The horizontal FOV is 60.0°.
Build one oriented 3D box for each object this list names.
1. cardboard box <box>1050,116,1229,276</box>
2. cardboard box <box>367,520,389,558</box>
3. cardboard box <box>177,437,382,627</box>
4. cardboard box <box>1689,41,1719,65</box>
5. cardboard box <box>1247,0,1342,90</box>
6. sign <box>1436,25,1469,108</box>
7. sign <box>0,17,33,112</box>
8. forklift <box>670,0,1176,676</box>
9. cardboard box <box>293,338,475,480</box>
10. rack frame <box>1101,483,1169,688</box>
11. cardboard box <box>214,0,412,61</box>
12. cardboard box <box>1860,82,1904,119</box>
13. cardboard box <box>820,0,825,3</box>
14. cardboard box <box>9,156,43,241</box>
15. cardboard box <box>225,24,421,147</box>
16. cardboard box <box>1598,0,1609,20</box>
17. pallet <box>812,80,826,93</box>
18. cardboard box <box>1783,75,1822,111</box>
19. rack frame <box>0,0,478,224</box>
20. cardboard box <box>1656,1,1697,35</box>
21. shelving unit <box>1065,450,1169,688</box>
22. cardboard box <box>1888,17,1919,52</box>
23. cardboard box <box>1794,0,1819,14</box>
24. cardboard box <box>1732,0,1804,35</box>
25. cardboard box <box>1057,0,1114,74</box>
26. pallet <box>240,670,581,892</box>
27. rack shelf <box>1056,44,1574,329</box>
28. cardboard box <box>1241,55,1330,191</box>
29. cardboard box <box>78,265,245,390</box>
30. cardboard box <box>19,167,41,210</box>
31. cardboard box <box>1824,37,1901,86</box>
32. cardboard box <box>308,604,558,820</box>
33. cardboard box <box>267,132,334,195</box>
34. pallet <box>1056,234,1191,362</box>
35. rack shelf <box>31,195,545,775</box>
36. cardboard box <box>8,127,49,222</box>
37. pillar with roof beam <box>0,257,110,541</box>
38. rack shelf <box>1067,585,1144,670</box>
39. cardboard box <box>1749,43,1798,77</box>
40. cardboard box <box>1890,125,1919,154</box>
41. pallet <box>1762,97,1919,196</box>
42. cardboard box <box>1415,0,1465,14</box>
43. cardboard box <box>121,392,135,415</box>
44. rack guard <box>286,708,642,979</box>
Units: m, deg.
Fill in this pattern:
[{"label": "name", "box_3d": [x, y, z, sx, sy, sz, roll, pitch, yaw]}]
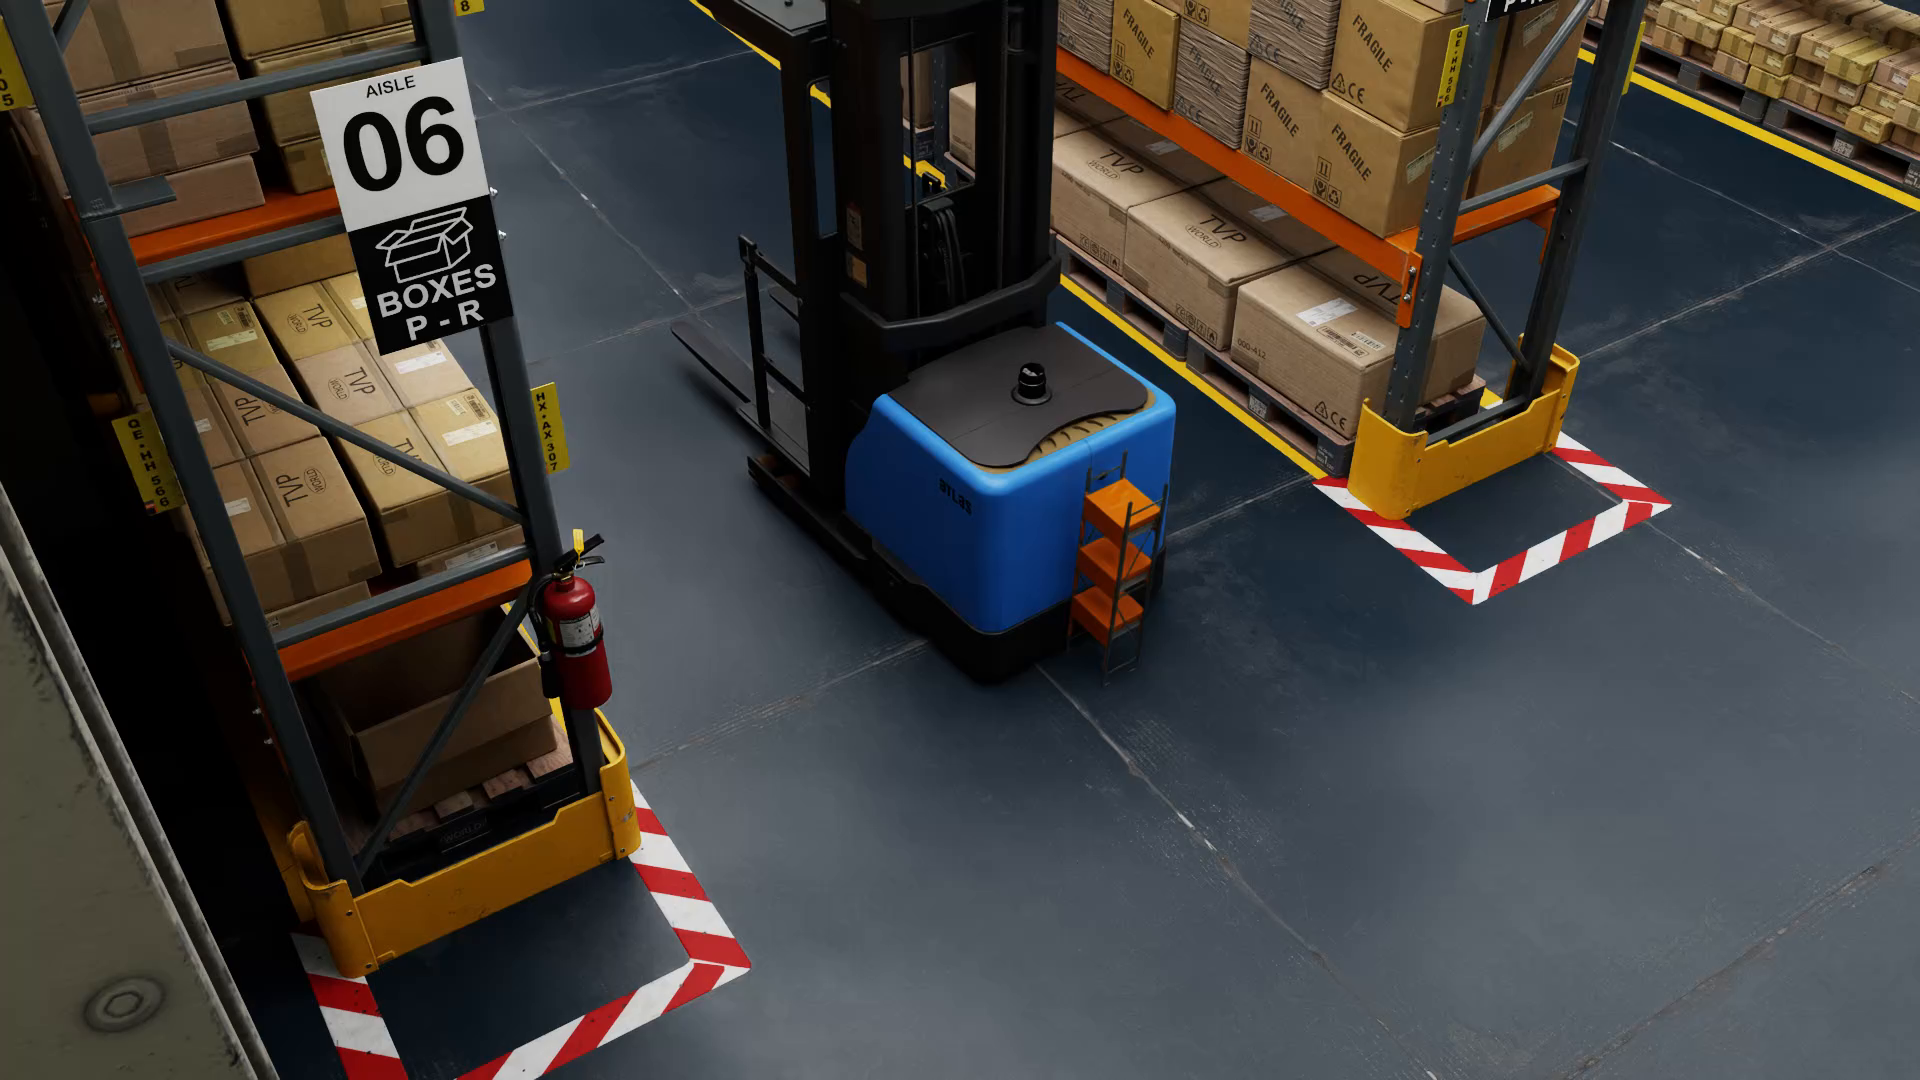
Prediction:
[{"label": "cardboard box", "box_3d": [1.013, -2.012, 9.555, 0.875, 0.438, 0.875, -24, 45, -26]}, {"label": "cardboard box", "box_3d": [-1.869, -0.121, 5.809, 0.380, 0.149, 0.250, -21, 44, -23]}, {"label": "cardboard box", "box_3d": [-2.219, -0.038, 5.397, 0.500, 0.250, 0.500, -21, 44, -23]}, {"label": "cardboard box", "box_3d": [5.266, -3.409, 11.458, 0.380, 0.149, 0.250, -21, 44, -23]}, {"label": "cardboard box", "box_3d": [1.669, -2.407, 7.497, 0.500, 0.500, 0.500, -22, 45, -24]}, {"label": "sign", "box_3d": [1.970, -1.891, 6.647, 0.100, 0.325, 0.005, -22, 45, -24]}, {"label": "sign", "box_3d": [-2.227, -1.136, 3.796, 0.100, 0.325, 0.005, -22, 45, -24]}, {"label": "forklift", "box_3d": [-0.373, -1.447, 7.257, 1.130, 2.935, 3.031, -25, 46, -27]}, {"label": "cardboard box", "box_3d": [-2.036, -0.490, 5.941, 0.500, 0.250, 0.500, -22, 44, -24]}, {"label": "rack frame", "box_3d": [0.703, 0.204, 6.746, 0.200, 1.050, 0.008, -25, 50, -27]}, {"label": "cardboard box", "box_3d": [-1.775, -1.551, 4.480, 0.500, 0.250, 0.500, -23, 45, -25]}, {"label": "cardboard box", "box_3d": [5.935, -2.820, 10.518, 0.380, 0.149, 0.250, -23, 45, -25]}, {"label": "cardboard box", "box_3d": [-0.609, -3.831, 11.396, 0.875, 0.875, 0.875, -21, 44, -23]}, {"label": "cardboard box", "box_3d": [-4.955, -1.905, 9.378, 0.500, 0.500, 0.500, -24, 46, -26]}, {"label": "cardboard box", "box_3d": [-1.756, -1.367, 4.649, 0.500, 0.250, 0.500, -23, 45, -25]}, {"label": "cardboard box", "box_3d": [4.828, -3.831, 11.964, 0.380, 0.149, 0.250, -23, 45, -25]}, {"label": "pallet", "box_3d": [-0.854, -3.672, 12.052, 1.003, 0.211, 1.213, -22, 45, -24]}, {"label": "cardboard box", "box_3d": [5.659, -2.976, 10.938, 0.380, 0.149, 0.250, -22, 44, -24]}, {"label": "rack frame", "box_3d": [-1.748, -2.129, 3.336, 1.000, 3.000, 0.127, -22, 45, -24]}, {"label": "cardboard box", "box_3d": [5.055, -3.641, 11.503, 0.380, 0.149, 0.250, -23, 45, -25]}, {"label": "shelving unit", "box_3d": [0.631, 0.135, 6.816, 0.215, 1.050, 0.252, -25, 50, -27]}, {"label": "cardboard box", "box_3d": [6.282, -3.275, 10.832, 0.380, 0.149, 0.250, -22, 45, -25]}, {"label": "cardboard box", "box_3d": [5.835, -3.691, 11.331, 0.380, 0.149, 0.250, -22, 44, -24]}, {"label": "cardboard box", "box_3d": [5.398, -3.506, 11.108, 0.380, 0.149, 0.250, -24, 45, -26]}, {"label": "cardboard box", "box_3d": [0.845, -2.845, 8.803, 0.500, 0.500, 0.500, -22, 45, -24]}, {"label": "pallet", "box_3d": [-2.218, 0.776, 6.714, 1.003, 0.211, 1.213, -22, 45, -24]}, {"label": "rack shelf", "box_3d": [1.360, -2.338, 8.835, 1.077, 0.370, 4.000, -22, 45, -24]}, {"label": "cardboard box", "box_3d": [1.695, -2.018, 7.811, 0.500, 0.500, 0.500, -23, 45, -25]}, {"label": "cardboard box", "box_3d": [-3.039, -0.868, 6.393, 0.500, 0.250, 0.500, -22, 45, -24]}, {"label": "cardboard box", "box_3d": [-4.784, -1.930, 8.902, 0.380, 0.149, 0.250, -24, 46, -26]}, {"label": "cardboard box", "box_3d": [5.723, -3.038, 10.547, 0.380, 0.149, 0.250, -23, 45, -25]}, {"label": "cardboard box", "box_3d": [-1.997, 0.611, 6.356, 0.797, 0.503, 0.637, -24, 45, -26]}, {"label": "cardboard box", "box_3d": [-1.723, -1.132, 4.679, 0.380, 0.149, 0.250, -21, 44, -24]}, {"label": "pallet", "box_3d": [1.287, -1.526, 9.477, 1.003, 0.211, 1.213, -22, 45, -24]}, {"label": "rack shelf", "box_3d": [-2.823, -0.627, 6.782, 1.077, 0.370, 4.000, -22, 45, -24]}, {"label": "cardboard box", "box_3d": [-3.860, -1.679, 7.368, 0.500, 0.250, 0.500, -23, 45, -25]}, {"label": "pillar with roof beam", "box_3d": [-0.655, -5.084, 6.882, 9.100, 9.000, 0.400, -22, 45, -24]}, {"label": "rack shelf", "box_3d": [0.619, 0.346, 7.013, 0.215, 0.259, 0.240, -25, 50, -27]}, {"label": "cardboard box", "box_3d": [5.460, -3.215, 10.992, 0.380, 0.149, 0.250, -22, 44, -24]}, {"label": "cardboard box", "box_3d": [6.095, -2.572, 10.452, 0.380, 0.149, 0.250, -21, 44, -24]}, {"label": "pallet", "box_3d": [6.106, -2.713, 10.902, 1.003, 0.211, 1.213, -22, 45, -24]}, {"label": "cardboard box", "box_3d": [2.073, -2.331, 6.899, 0.380, 0.149, 0.250, -22, 44, -24]}, {"label": "cardboard box", "box_3d": [-2.907, -0.487, 6.248, 0.380, 0.149, 0.250, -22, 45, -24]}, {"label": "rack guard", "box_3d": [-1.789, 1.095, 6.106, 1.175, 0.500, 0.348, -22, 45, -24]}]
